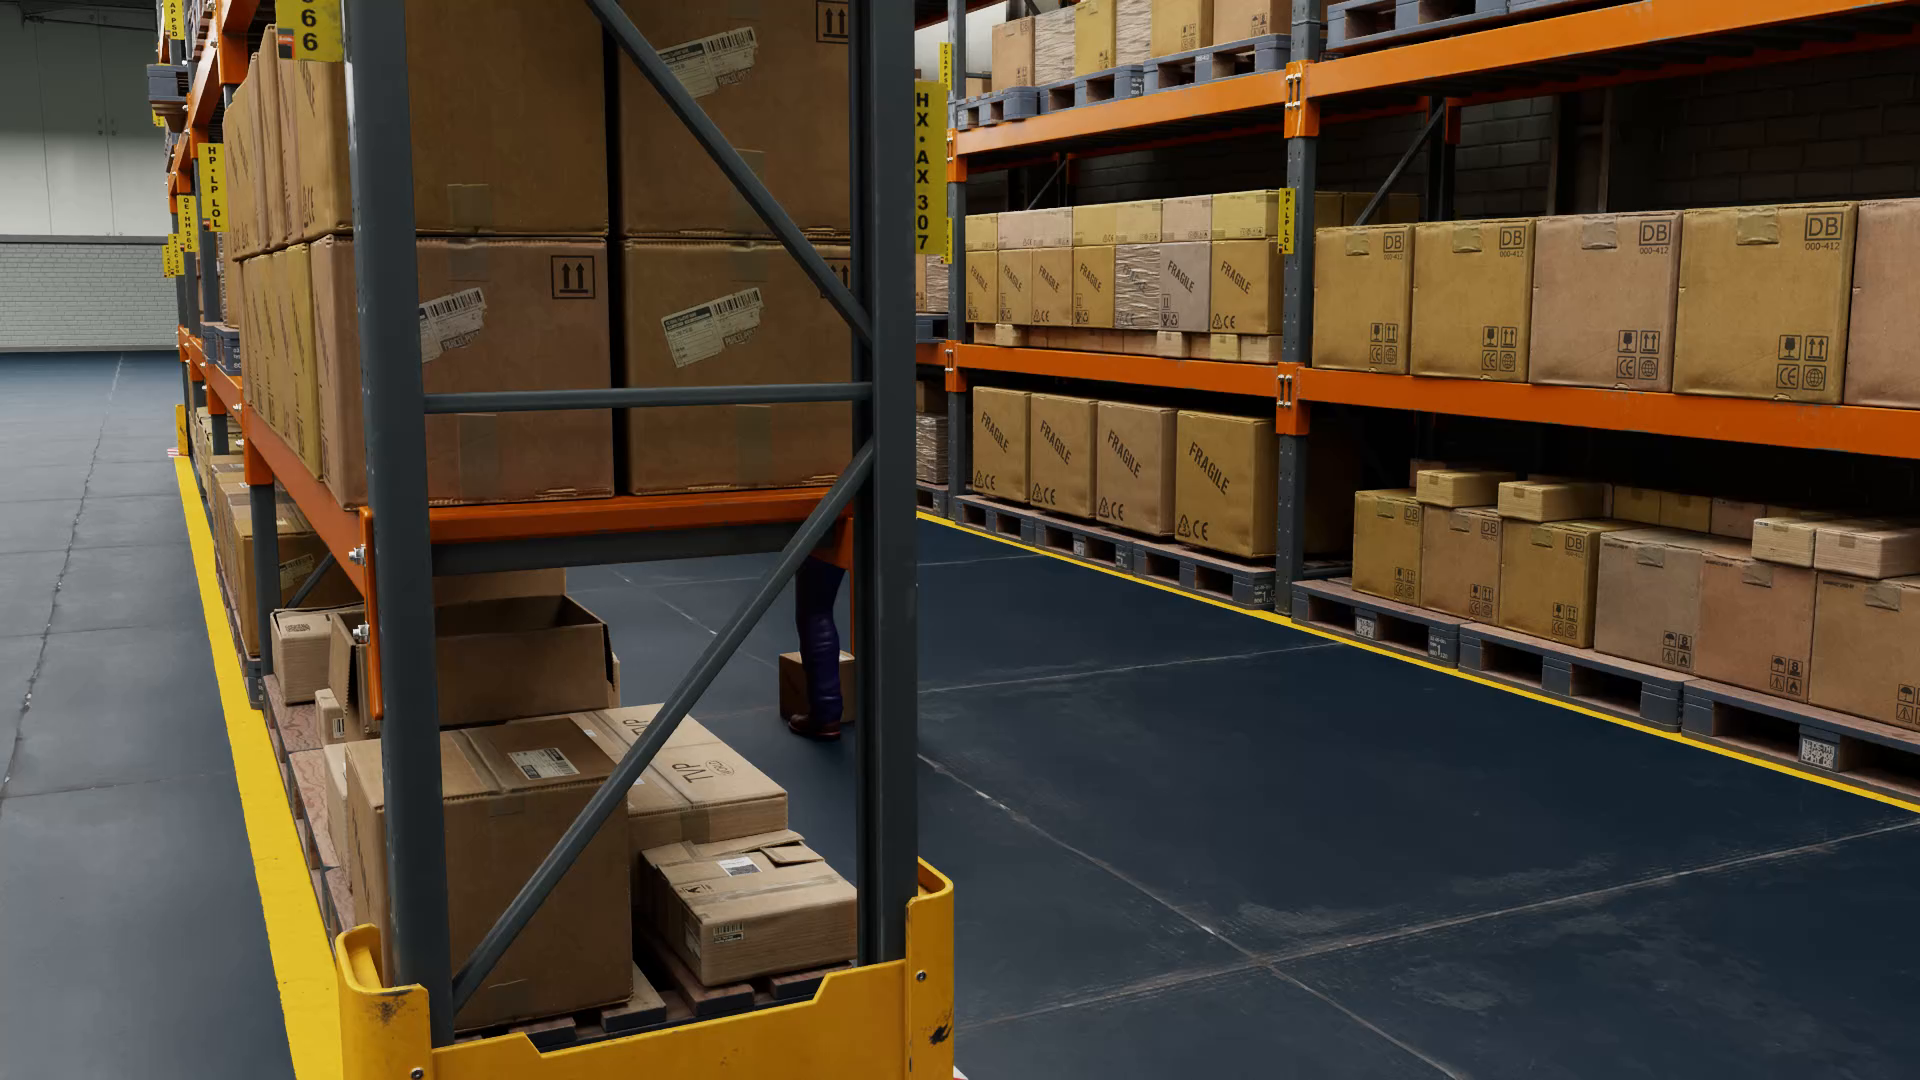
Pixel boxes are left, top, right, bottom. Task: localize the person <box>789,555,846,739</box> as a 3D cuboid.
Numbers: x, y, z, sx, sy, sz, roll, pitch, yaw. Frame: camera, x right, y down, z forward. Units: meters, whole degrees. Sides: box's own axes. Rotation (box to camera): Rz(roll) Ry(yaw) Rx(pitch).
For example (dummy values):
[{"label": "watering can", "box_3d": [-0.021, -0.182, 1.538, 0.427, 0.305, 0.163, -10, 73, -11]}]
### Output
[{"label": "person", "box_3d": [-0.427, -0.074, 6.358, 0.543, 1.652, 0.372, -4, 10, -26]}]
